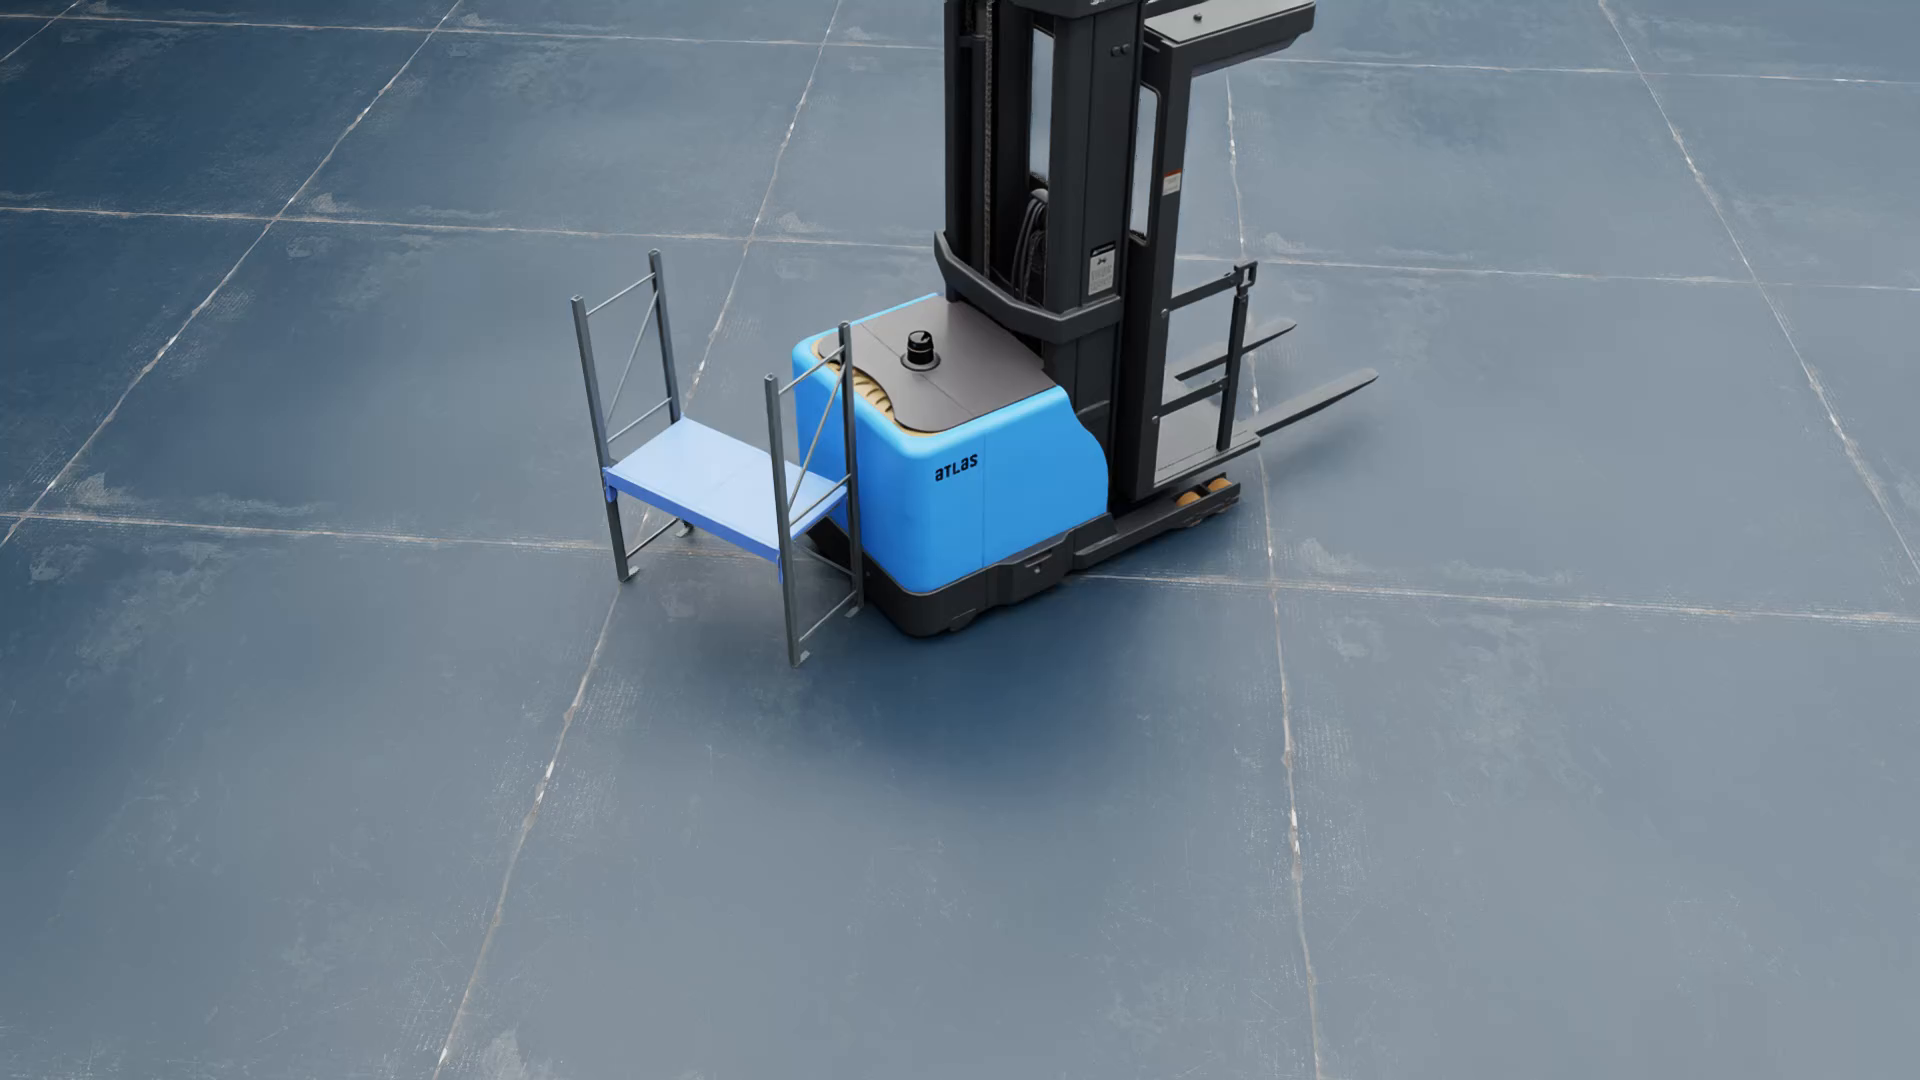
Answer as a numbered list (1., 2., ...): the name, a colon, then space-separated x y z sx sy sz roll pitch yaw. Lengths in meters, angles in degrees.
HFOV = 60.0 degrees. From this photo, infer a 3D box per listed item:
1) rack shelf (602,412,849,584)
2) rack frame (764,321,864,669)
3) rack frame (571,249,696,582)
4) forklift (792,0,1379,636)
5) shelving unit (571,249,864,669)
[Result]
1. rack shelf: -1.007 -0.200 7.263 1.000 0.185 0.538 24 45 26
2. rack frame: -0.589 -0.157 6.925 0.032 1.500 0.500 24 45 26
3. rack frame: -1.426 -0.521 7.373 0.032 1.500 0.500 24 45 26
4. forklift: 0.747 -1.451 7.381 3.031 2.935 1.130 -24 45 -26
5. shelving unit: -1.007 -0.339 7.149 1.048 1.500 0.538 24 45 26
